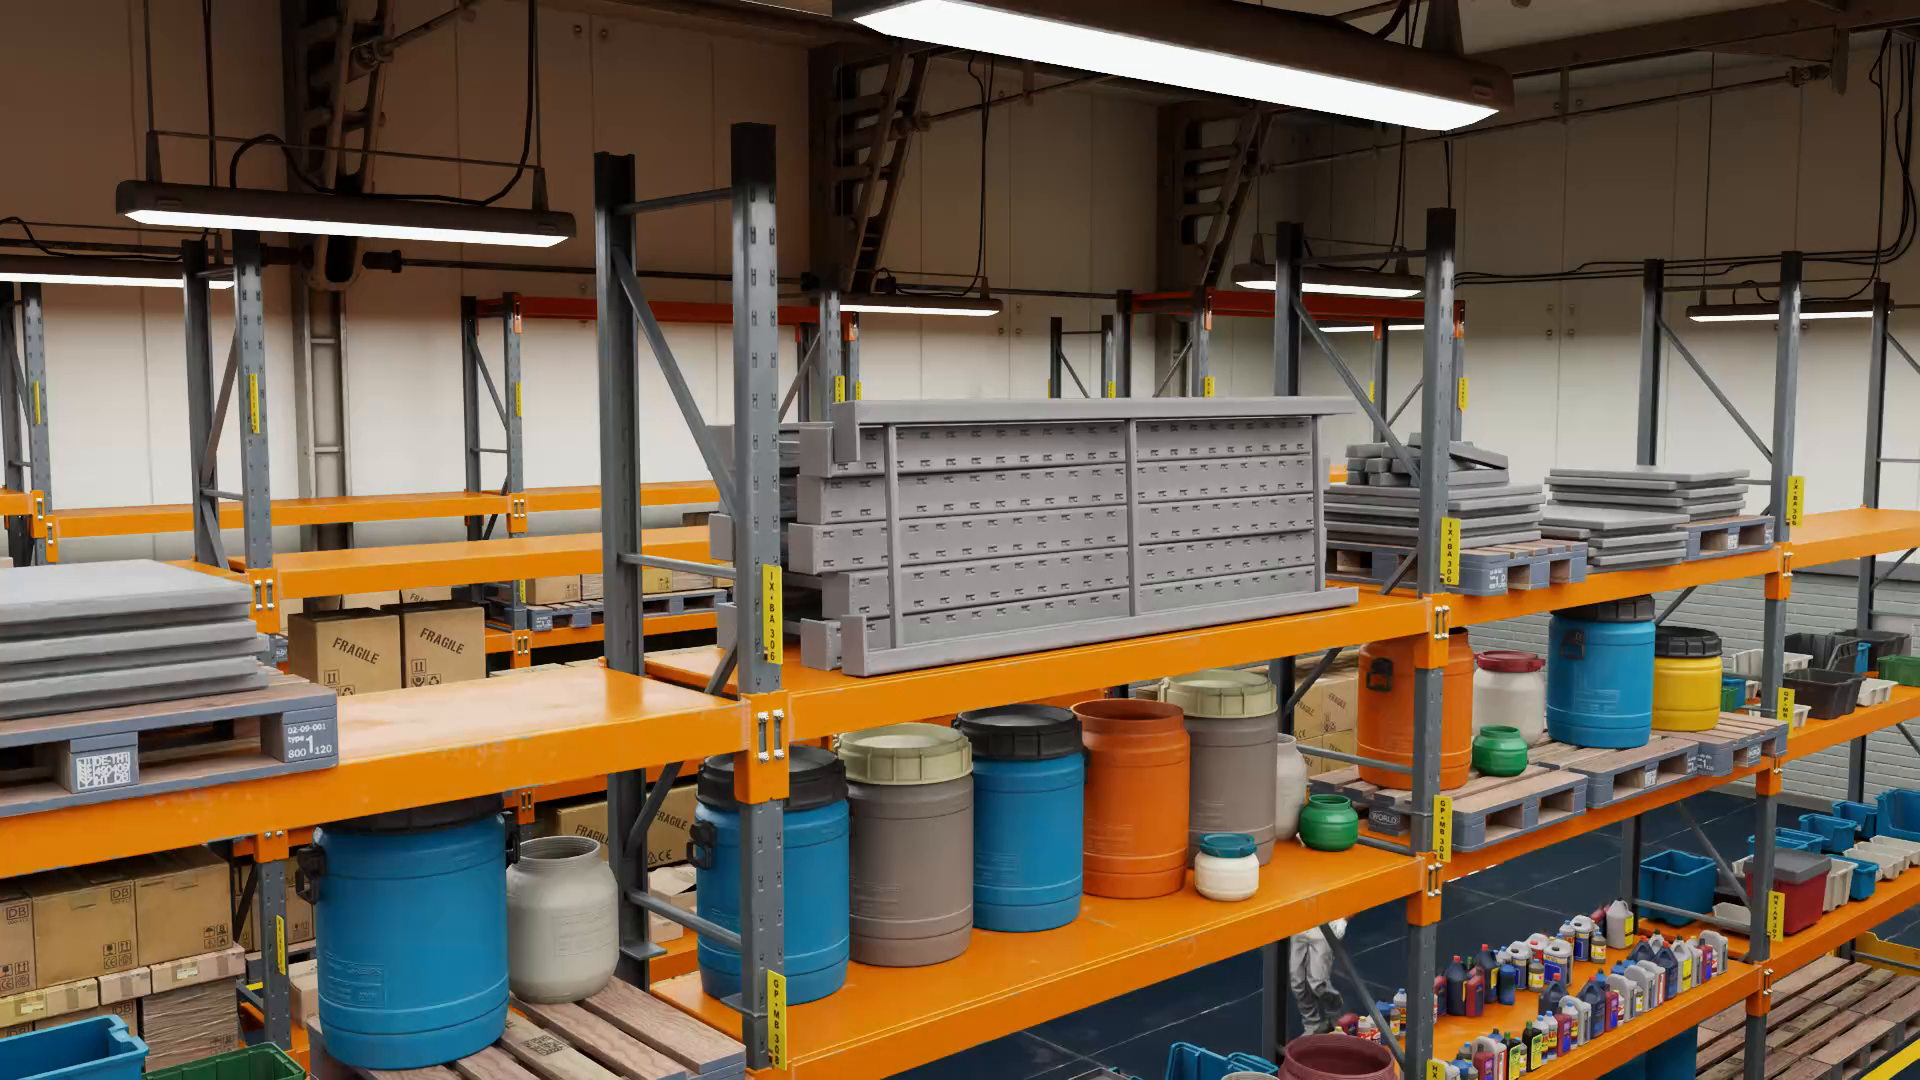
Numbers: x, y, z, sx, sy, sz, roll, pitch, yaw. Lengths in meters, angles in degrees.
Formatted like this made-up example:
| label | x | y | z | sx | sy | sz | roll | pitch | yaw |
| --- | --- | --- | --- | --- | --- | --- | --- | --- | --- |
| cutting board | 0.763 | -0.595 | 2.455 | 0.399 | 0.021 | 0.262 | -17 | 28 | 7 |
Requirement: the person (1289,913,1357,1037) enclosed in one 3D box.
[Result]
| label | x | y | z | sx | sy | sz | roll | pitch | yaw |
| --- | --- | --- | --- | --- | --- | --- | --- | --- | --- |
| person | 2.736 | 3.072 | 12.947 | 0.663 | 1.733 | 0.601 | 4 | 7 | 38 |
